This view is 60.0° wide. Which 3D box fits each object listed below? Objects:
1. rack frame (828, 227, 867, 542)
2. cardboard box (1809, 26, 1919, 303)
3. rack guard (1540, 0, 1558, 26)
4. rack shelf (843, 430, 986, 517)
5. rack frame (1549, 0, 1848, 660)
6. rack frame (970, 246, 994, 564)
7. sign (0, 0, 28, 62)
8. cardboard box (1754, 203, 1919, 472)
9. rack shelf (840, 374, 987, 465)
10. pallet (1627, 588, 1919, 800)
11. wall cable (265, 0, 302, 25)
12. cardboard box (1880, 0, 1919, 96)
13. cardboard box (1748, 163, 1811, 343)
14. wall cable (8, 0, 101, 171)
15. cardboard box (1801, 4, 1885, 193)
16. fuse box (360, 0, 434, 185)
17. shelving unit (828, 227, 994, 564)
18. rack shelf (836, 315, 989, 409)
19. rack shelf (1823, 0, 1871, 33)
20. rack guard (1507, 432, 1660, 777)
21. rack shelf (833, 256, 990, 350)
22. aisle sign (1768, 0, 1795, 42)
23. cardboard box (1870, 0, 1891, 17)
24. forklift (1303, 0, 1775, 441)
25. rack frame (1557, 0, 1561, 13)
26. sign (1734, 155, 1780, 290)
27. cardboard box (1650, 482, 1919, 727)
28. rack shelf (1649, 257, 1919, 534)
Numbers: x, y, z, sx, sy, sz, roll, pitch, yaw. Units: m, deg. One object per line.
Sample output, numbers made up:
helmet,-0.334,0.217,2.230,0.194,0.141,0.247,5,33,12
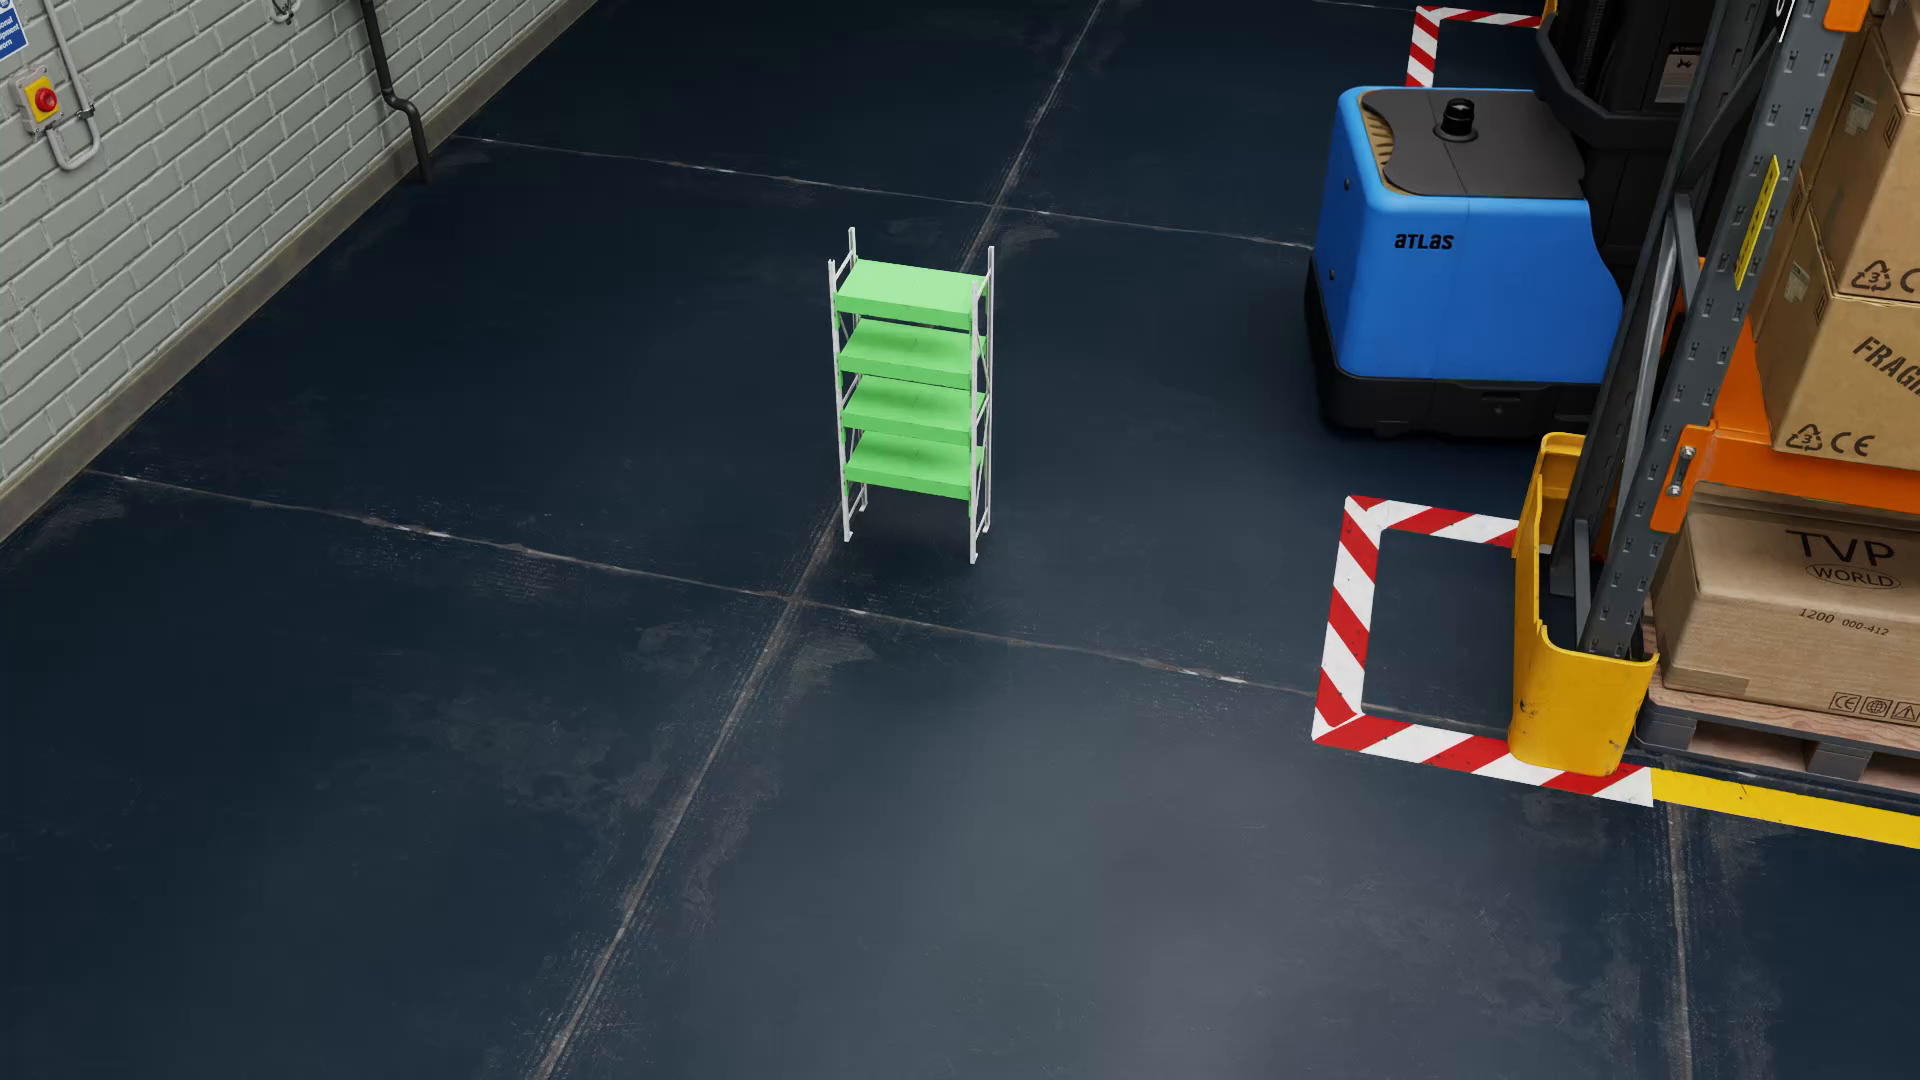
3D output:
rack frame,-0.396,-0.528,5.945,0.015,1.200,0.240,10,41,11
cardboard box,2.509,-0.929,4.168,0.500,0.500,0.500,9,41,10
rack guard,3.471,-2.879,9.289,0.348,0.500,1.175,10,41,11
rack shelf,-0.160,-0.254,6.092,0.480,0.148,0.258,10,41,11
rack frame,2.119,-0.764,4.828,0.127,3.000,1.000,10,41,11
rack frame,0.076,-0.446,5.849,0.015,1.200,0.240,10,41,11
sign,-3.406,-1.771,5.816,0.001,0.218,0.327,10,41,11
cardboard box,2.508,-0.545,4.488,0.500,0.500,0.500,9,41,11
rack shelf,-0.160,-0.438,5.938,0.480,0.148,0.258,10,41,11
pallet,2.911,0.388,5.624,1.213,0.211,1.003,10,41,11
wall cable,-2.979,-2.959,6.651,0.122,1.984,0.588,10,41,11
cardboard box,2.390,-1.203,3.990,0.250,0.149,0.380,11,41,12
cardboard box,2.653,-0.887,4.896,0.500,0.500,0.500,10,41,12
wall cable,-3.335,-2.088,5.590,0.123,1.953,0.585,10,41,11
cardboard box,2.646,-1.253,4.555,0.500,0.500,0.500,11,41,13
fuse box,-2.651,-2.475,7.866,0.414,1.711,0.539,10,41,11
shelving unit,-0.160,-0.487,5.897,0.503,1.200,0.258,10,41,11
rack shelf,-0.160,-0.622,5.784,0.480,0.148,0.258,10,41,11
rack shelf,4.051,-1.305,3.699,4.000,0.370,1.077,10,41,11
rack guard,2.095,0.189,5.637,0.348,0.500,1.175,10,41,11
rack shelf,-0.160,-0.806,5.629,0.480,0.148,0.258,10,41,11
aisle sign,1.974,-1.592,3.792,0.004,0.787,0.394,10,41,11
cardboard box,2.517,-1.499,4.343,0.250,0.149,0.380,10,41,12
forklift,3.020,-1.807,6.123,3.031,2.935,1.130,2,40,2
rack frame,3.398,-3.849,8.500,0.127,3.000,1.000,10,41,11
sign,1.969,-0.783,4.115,0.005,0.325,0.100,10,41,11
cardboard box,2.782,0.103,5.460,0.875,0.438,0.875,8,41,10
rack shelf,4.051,-0.157,4.663,4.000,0.370,1.077,10,41,11
